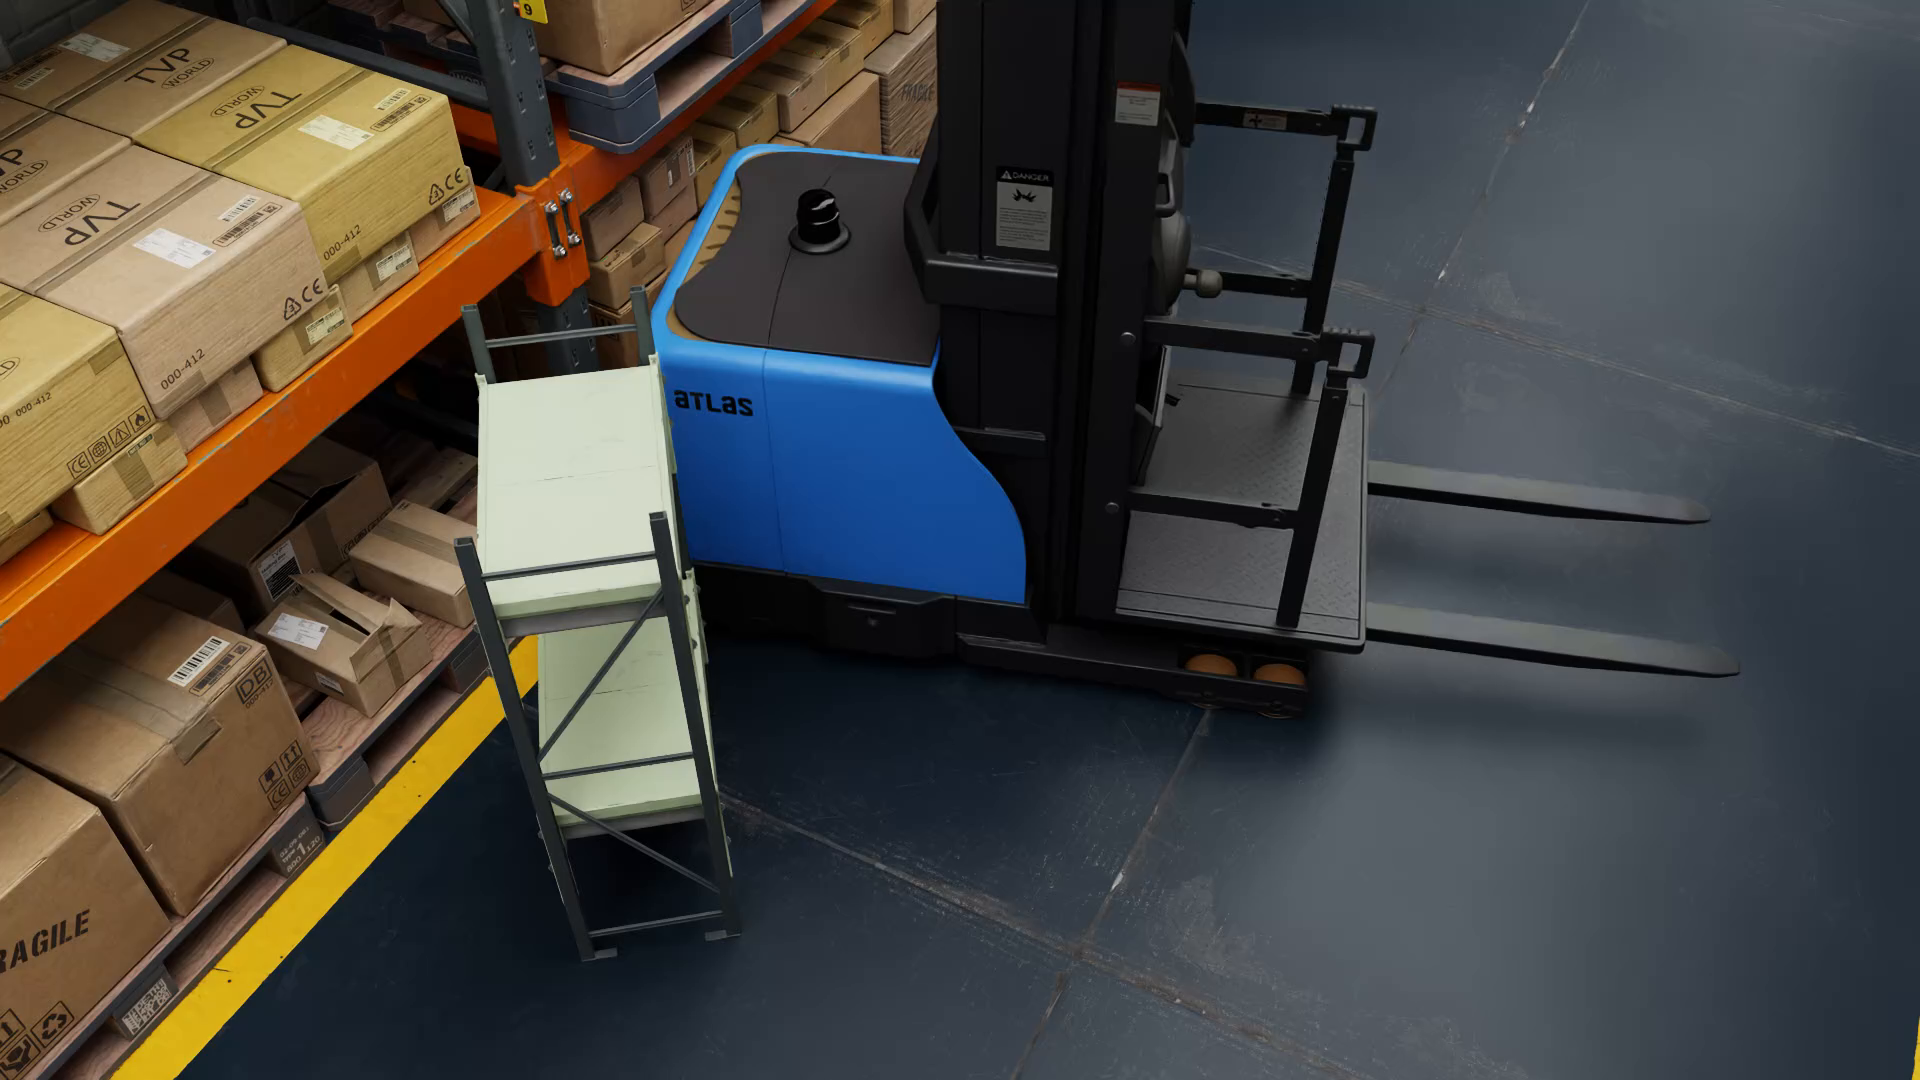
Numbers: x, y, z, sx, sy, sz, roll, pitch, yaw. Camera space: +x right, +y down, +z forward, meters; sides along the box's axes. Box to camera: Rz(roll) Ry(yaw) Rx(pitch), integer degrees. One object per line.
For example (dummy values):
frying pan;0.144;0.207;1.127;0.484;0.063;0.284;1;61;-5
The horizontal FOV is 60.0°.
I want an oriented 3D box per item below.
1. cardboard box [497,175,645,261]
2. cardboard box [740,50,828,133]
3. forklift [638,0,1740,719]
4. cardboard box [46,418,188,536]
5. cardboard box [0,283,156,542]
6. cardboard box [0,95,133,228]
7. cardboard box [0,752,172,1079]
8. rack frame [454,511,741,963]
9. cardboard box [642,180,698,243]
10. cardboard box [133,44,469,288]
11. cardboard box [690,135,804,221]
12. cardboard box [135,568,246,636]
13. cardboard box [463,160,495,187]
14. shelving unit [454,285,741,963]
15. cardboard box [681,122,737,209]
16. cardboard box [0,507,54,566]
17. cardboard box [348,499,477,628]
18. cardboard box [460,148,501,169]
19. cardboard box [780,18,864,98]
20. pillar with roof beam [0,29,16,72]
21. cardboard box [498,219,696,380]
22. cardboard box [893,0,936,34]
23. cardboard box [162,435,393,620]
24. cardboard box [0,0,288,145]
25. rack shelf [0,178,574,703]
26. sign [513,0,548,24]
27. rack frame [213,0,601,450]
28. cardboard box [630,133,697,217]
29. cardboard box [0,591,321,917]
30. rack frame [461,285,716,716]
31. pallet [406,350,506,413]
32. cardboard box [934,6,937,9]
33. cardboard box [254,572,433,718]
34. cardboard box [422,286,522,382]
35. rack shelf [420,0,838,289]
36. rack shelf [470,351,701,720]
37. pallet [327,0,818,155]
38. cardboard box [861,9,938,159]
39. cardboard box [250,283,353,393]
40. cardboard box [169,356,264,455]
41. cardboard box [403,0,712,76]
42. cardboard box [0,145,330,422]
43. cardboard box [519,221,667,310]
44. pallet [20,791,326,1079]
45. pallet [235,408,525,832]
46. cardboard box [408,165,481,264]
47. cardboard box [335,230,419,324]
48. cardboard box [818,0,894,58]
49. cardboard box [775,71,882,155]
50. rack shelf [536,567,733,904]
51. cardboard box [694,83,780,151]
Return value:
cardboard box;-1.168;-0.997;4.923;0.380;0.149;0.250;20;49;18
cardboard box;-0.681;-1.560;5.689;0.380;0.149;0.250;20;49;19
forklift;0.717;-0.933;4.111;3.031;2.935;1.130;7;46;7
cardboard box;-1.881;-0.195;3.510;0.380;0.149;0.250;20;49;18
cardboard box;-1.999;-0.257;3.292;0.500;0.250;0.500;20;49;19
cardboard box;-2.212;-0.748;3.776;0.500;0.250;0.500;20;49;19
cardboard box;-2.240;0.834;3.779;0.500;0.500;0.500;21;49;20
rack frame;-0.759;0.505;3.696;0.400;1.500;0.023;-8;46;-8
cardboard box;-1.054;-1.072;5.207;0.380;0.149;0.250;19;48;18
cardboard box;-1.537;-0.888;3.915;0.500;0.250;0.500;22;49;20
cardboard box;-0.854;-1.075;5.666;0.500;0.500;0.500;20;49;19
cardboard box;-2.234;0.229;4.624;0.380;0.149;0.250;20;49;19
cardboard box;-1.601;-1.061;5.196;0.380;0.149;0.250;19;48;18
shelving unit;-0.828;0.249;3.949;0.431;1.500;0.755;-8;46;-8
cardboard box;-0.945;-1.238;5.370;0.380;0.149;0.250;18;48;17
cardboard box;-2.100;-0.069;3.386;0.380;0.149;0.250;21;49;20
cardboard box;-1.515;0.065;4.786;0.380;0.149;0.250;19;48;18
cardboard box;-1.484;-1.229;5.361;0.380;0.149;0.250;20;49;19
cardboard box;-0.564;-1.715;5.843;0.380;0.149;0.250;22;49;20
pillar with roof beam;1.175;-1.783;0.686;9.100;9.000;0.400;20;49;19
cardboard box;-1.093;-0.736;5.331;0.500;0.500;0.500;22;49;21
cardboard box;-0.305;-2.033;6.157;0.380;0.149;0.250;18;48;17
cardboard box;-2.033;-0.101;4.836;0.500;0.311;0.500;22;49;20
cardboard box;-1.986;-1.066;4.091;0.500;0.250;0.500;20;49;19
rack shelf;-2.445;0.276;3.374;1.077;0.370;4.000;20;49;19
sign;-1.032;-1.367;3.883;0.100;0.325;0.005;20;49;19
rack frame;-1.516;-1.237;4.364;1.000;3.000;0.127;20;49;19
cardboard box;-1.036;-1.156;5.081;0.380;0.149;0.250;18;48;17
cardboard box;-2.092;0.480;4.129;0.700;0.500;0.500;19;48;18
rack frame;-0.897;-0.006;4.202;0.400;1.500;0.023;-8;46;-8
pallet;-1.172;-0.782;5.874;1.003;0.211;1.213;20;49;19
cardboard box;-0.148;-2.046;6.625;0.500;0.500;0.500;22;49;21
cardboard box;-1.681;0.249;4.522;0.396;0.266;0.258;22;49;20
cardboard box;-1.551;-0.913;5.506;0.500;0.500;0.500;20;49;19
rack shelf;-0.588;-2.244;5.865;1.077;0.370;4.000;20;49;19
rack shelf;-0.828;-0.025;3.672;0.431;0.370;0.720;-8;46;-8
pallet;-1.049;-1.637;4.894;1.003;0.211;1.213;20;49;19
cardboard box;-0.372;-1.713;6.296;0.500;0.500;0.500;19;48;18
cardboard box;-1.642;-0.522;3.833;0.380;0.149;0.250;22;49;20
cardboard box;-1.787;-0.365;3.679;0.380;0.149;0.250;22;49;20
cardboard box;-1.094;-1.651;4.407;0.700;0.500;0.500;22;49;20
cardboard box;-1.756;-0.567;3.598;0.500;0.250;0.500;21;49;19
cardboard box;-1.114;-0.872;5.009;0.380;0.149;0.250;23;50;21
pallet;-2.401;0.947;4.166;1.003;0.211;1.213;20;49;19
pallet;-1.836;0.176;4.928;1.003;0.211;1.213;20;49;19
cardboard box;-1.441;-0.864;4.172;0.380;0.149;0.250;21;49;20
cardboard box;-1.542;-0.693;4.003;0.380;0.149;0.250;22;49;20
cardboard box;-0.464;-1.895;6.020;0.380;0.149;0.250;21;49;19
cardboard box;-0.619;-1.388;5.975;0.500;0.500;0.500;19;48;18
rack shelf;-0.828;0.478;4.181;0.431;0.370;0.720;-8;46;-8
cardboard box;-0.830;-1.415;5.545;0.380;0.149;0.250;20;49;18
